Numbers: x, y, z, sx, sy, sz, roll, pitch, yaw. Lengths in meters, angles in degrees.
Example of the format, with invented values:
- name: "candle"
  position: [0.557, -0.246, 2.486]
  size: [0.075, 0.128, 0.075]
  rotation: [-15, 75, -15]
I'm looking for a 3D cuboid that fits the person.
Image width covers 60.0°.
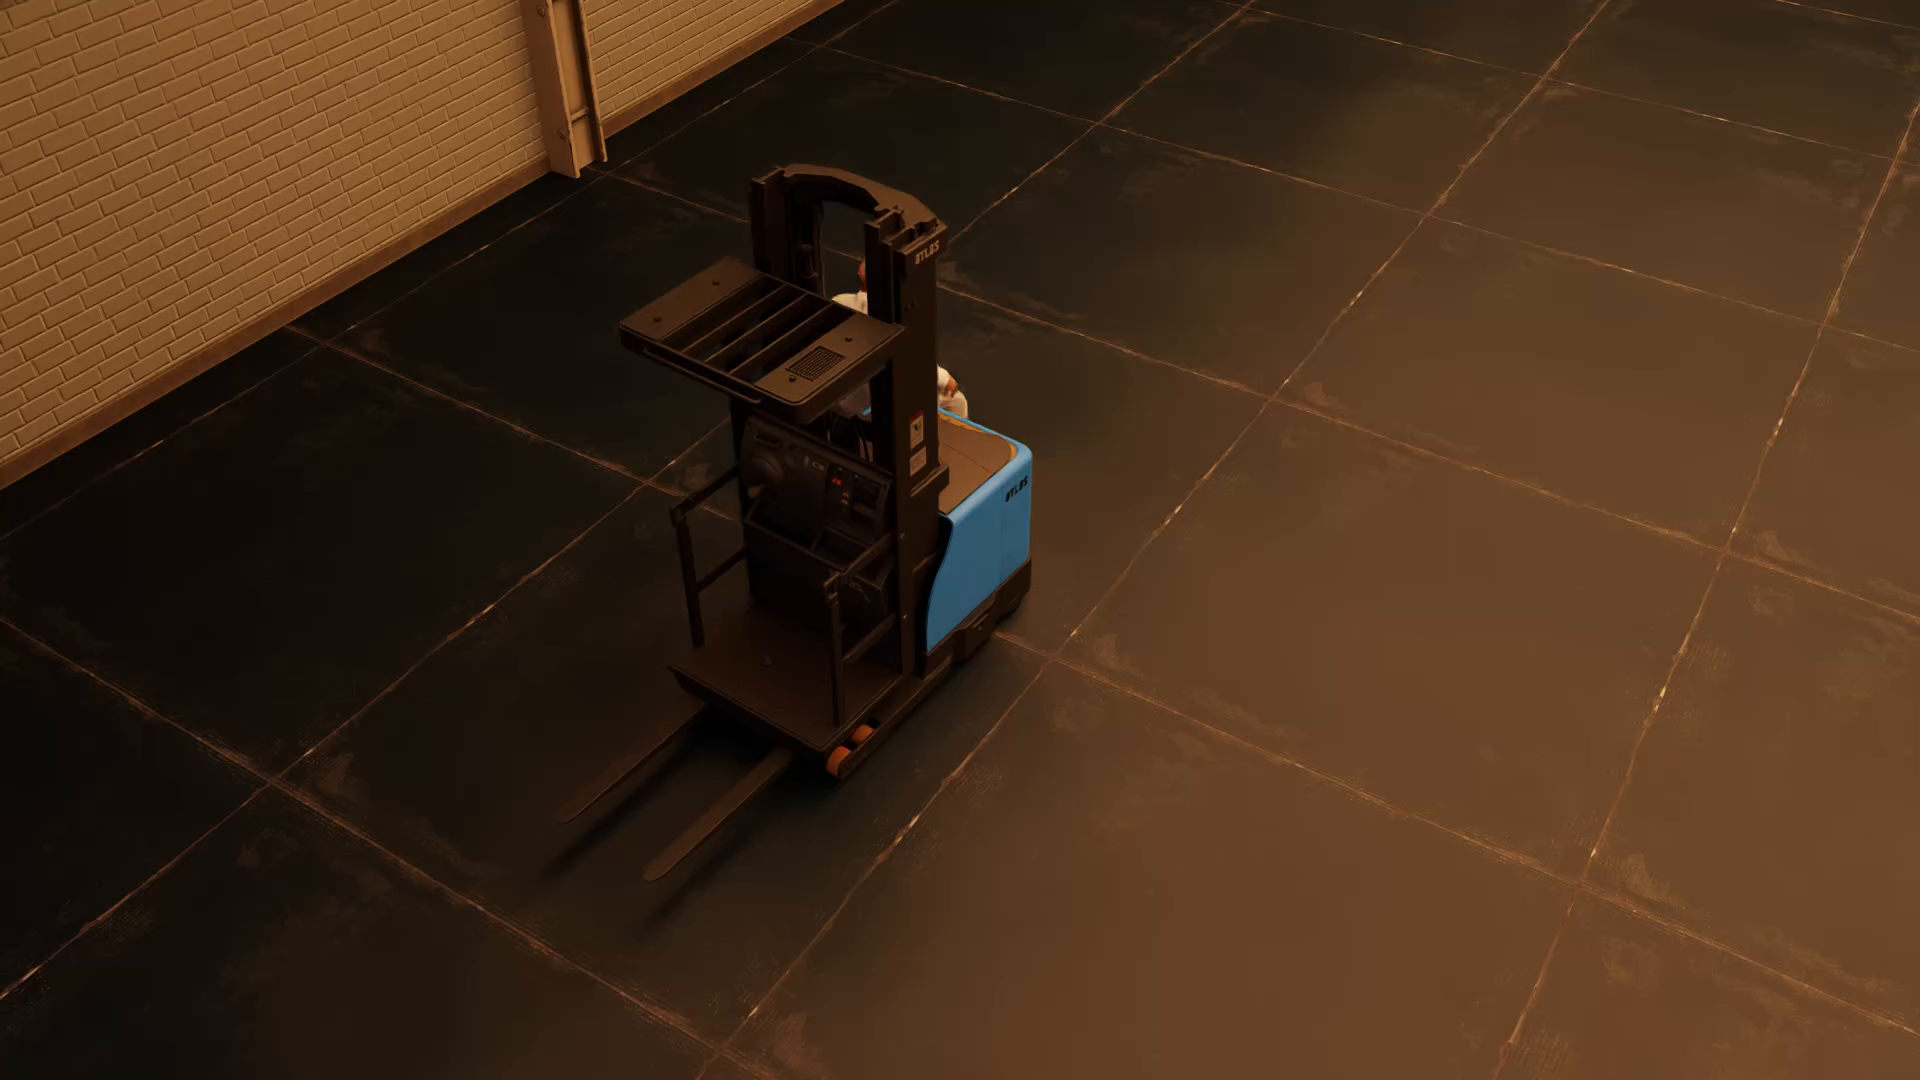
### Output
- name: "person"
  position: [-0.486, -1.052, 10.276]
  size: [1.016, 1.645, 0.891]
  rotation: [27, 47, 29]

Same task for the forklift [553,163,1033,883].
- name: "forklift"
  position: [-0.859, -0.225, 8.233]
  size: [1.130, 2.935, 3.031]
  rotation: [25, 46, 27]
